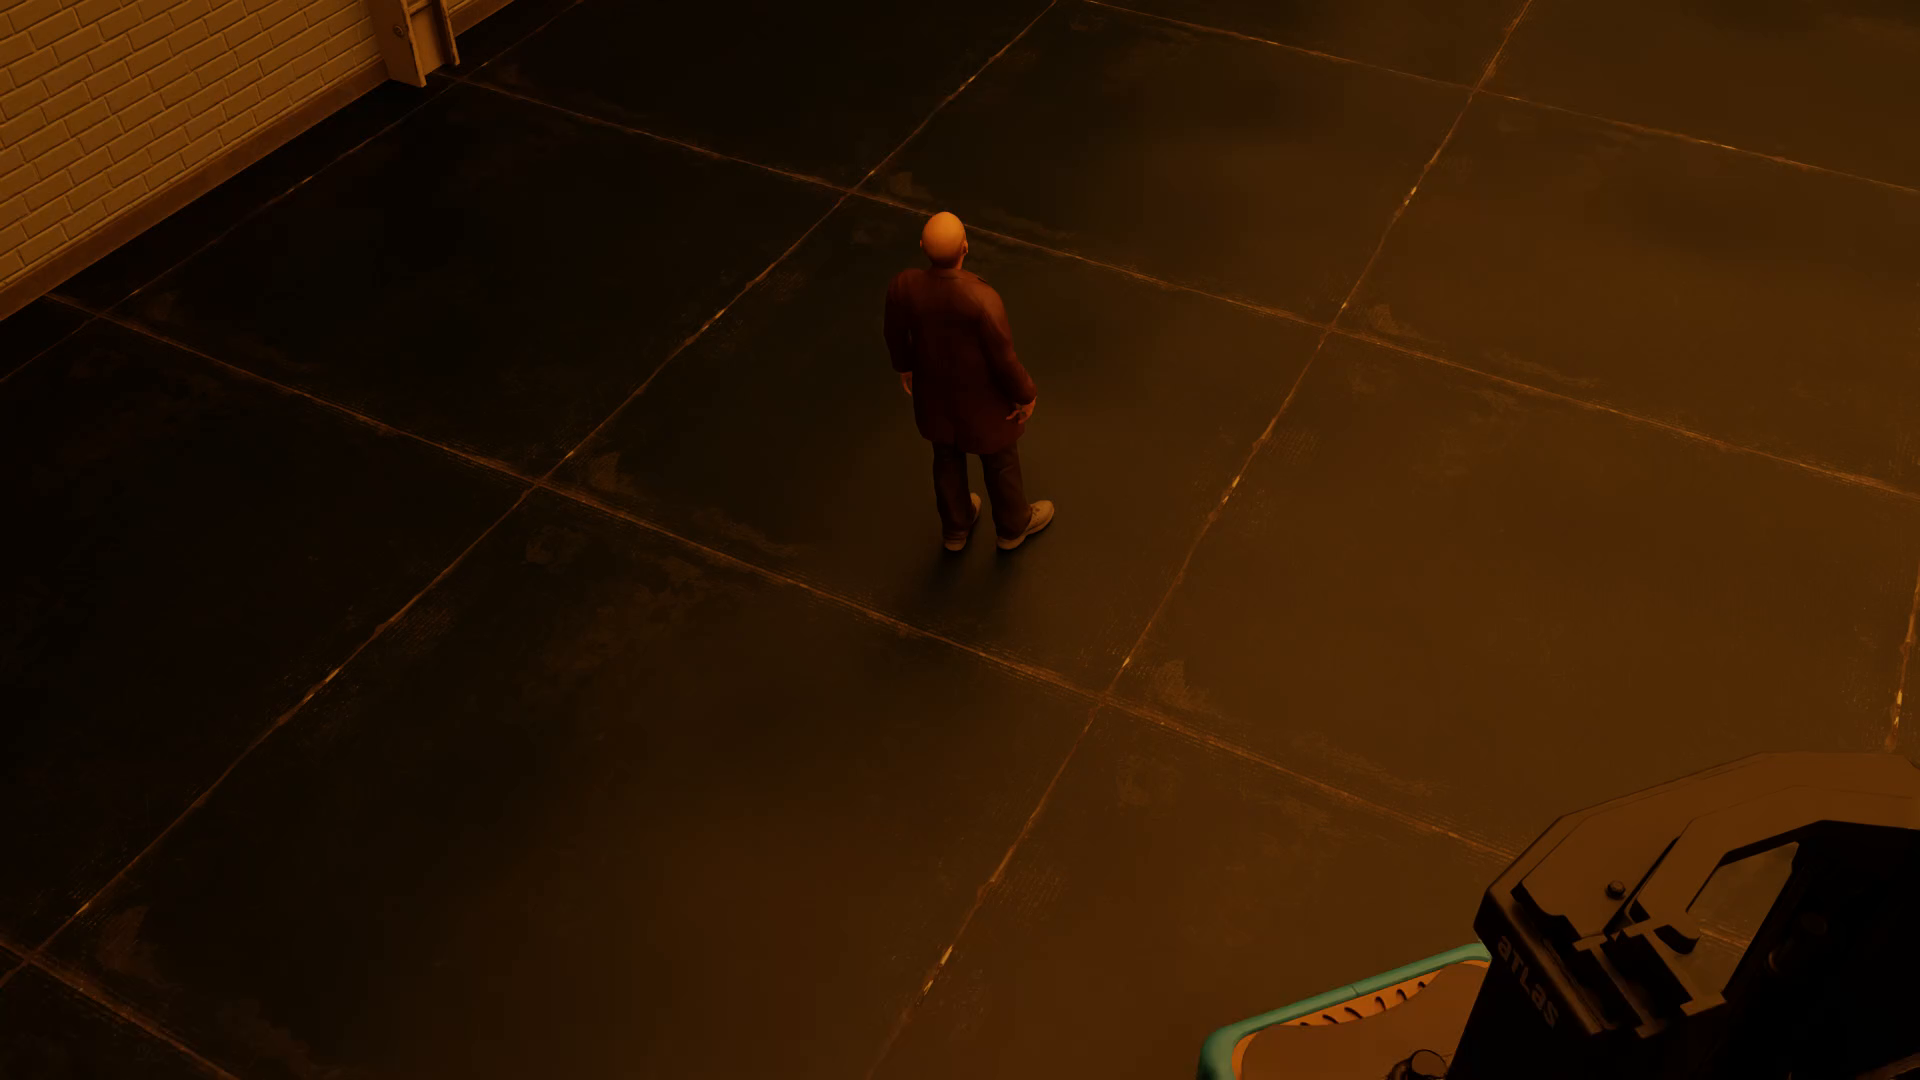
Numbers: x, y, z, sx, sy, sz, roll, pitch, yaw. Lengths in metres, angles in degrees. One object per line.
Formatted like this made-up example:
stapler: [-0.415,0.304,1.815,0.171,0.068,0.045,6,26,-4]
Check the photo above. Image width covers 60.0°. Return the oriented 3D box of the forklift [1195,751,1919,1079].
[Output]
forklift: [1.644,1.966,3.567,1.130,2.935,3.031,-14,45,-14]

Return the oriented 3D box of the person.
person: [0.046,-0.707,7.235,0.698,1.777,0.579,20,47,20]
